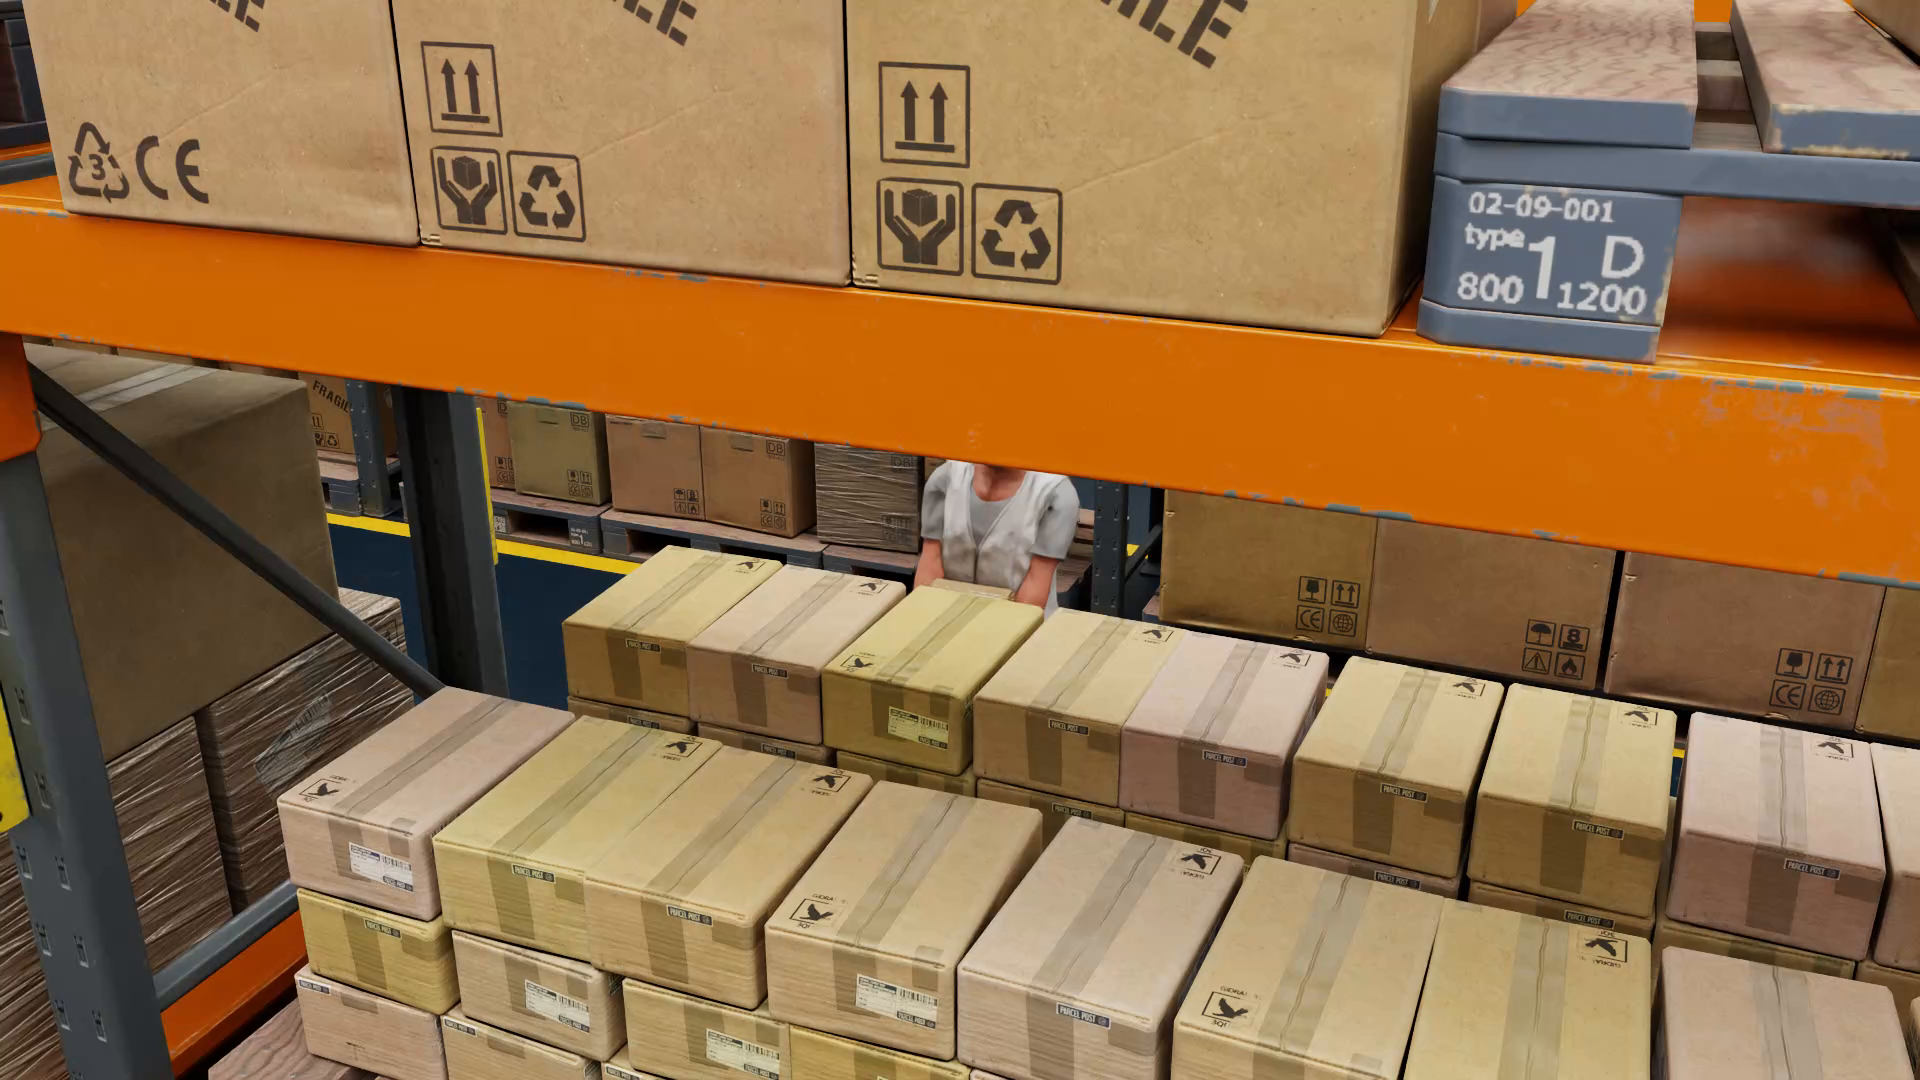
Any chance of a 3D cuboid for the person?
[{"bbox_3d":[0.080,0.371,5.145,0.495,1.787,0.561,8,24,20],"label":"person"}]
